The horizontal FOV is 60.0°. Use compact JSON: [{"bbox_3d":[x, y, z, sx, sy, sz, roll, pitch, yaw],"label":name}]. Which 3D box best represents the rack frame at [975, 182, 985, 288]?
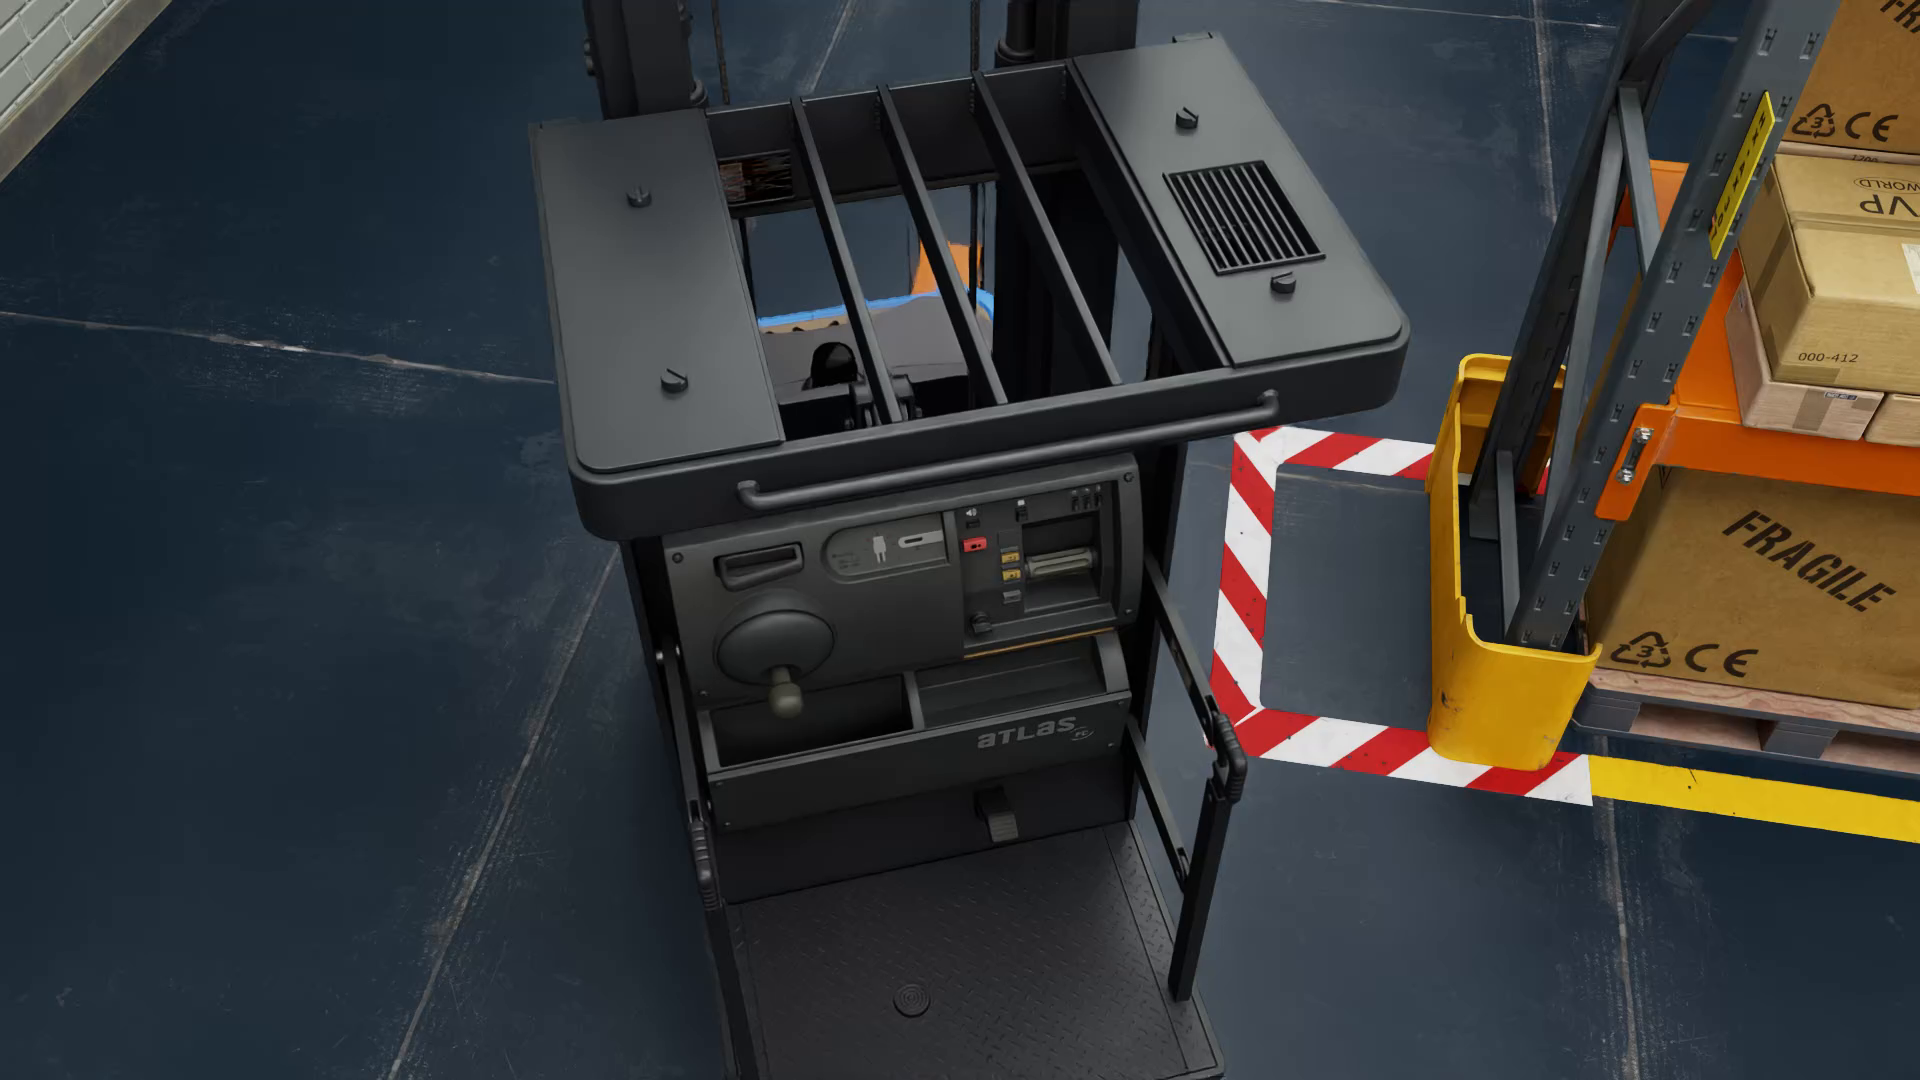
[{"bbox_3d":[0.054,-0.509,4.901,0.006,1.200,0.240,4,48,4],"label":"rack frame"}]

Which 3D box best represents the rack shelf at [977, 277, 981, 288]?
[{"bbox_3d":[-0.038,-0.647,4.761,0.180,0.103,0.258,4,48,4],"label":"rack shelf"}]

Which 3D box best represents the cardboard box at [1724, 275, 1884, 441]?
[{"bbox_3d":[1.910,-0.421,3.780,0.250,0.149,0.380,8,49,7],"label":"cardboard box"}]

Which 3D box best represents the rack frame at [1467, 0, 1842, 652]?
[{"bbox_3d":[1.619,-0.793,3.946,0.127,3.000,1.000,8,49,7],"label":"rack frame"}]

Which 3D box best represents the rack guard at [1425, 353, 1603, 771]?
[{"bbox_3d":[1.596,0.039,4.879,0.348,0.500,1.175,8,49,7],"label":"rack guard"}]

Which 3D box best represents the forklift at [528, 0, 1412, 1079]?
[{"bbox_3d":[-0.041,0.196,3.103,1.130,2.935,3.031,-10,49,-9],"label":"forklift"}]

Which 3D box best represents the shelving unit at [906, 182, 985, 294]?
[{"bbox_3d":[-0.037,-0.516,4.907,0.189,1.200,0.258,4,48,4],"label":"shelving unit"}]

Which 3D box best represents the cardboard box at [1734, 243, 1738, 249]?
[{"bbox_3d":[2.028,-0.903,4.214,0.250,0.149,0.380,9,49,8],"label":"cardboard box"}]

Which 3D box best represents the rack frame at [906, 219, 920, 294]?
[{"bbox_3d":[-0.129,-0.523,4.913,0.006,1.200,0.240,4,48,4],"label":"rack frame"}]

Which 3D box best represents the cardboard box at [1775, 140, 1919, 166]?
[{"bbox_3d":[2.144,-0.972,4.008,0.500,0.250,0.500,7,48,6],"label":"cardboard box"}]

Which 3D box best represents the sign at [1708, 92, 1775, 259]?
[{"bbox_3d":[1.515,-0.703,3.230,0.005,0.325,0.100,8,49,7],"label":"sign"}]

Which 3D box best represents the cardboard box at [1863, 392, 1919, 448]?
[{"bbox_3d":[2.163,-0.388,3.751,0.250,0.149,0.380,7,48,6],"label":"cardboard box"}]

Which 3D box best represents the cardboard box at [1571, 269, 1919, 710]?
[{"bbox_3d":[2.263,-0.197,4.557,0.875,0.875,0.875,8,49,7],"label":"cardboard box"}]

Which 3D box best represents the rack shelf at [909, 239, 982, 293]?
[{"bbox_3d":[-0.038,-0.727,4.672,0.180,0.103,0.258,4,48,4],"label":"rack shelf"}]

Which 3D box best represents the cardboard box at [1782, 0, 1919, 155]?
[{"bbox_3d":[2.146,-1.221,3.727,0.500,0.500,0.500,8,49,7],"label":"cardboard box"}]

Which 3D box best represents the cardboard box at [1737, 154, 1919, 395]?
[{"bbox_3d":[2.044,-0.581,3.656,0.500,0.250,0.500,7,48,6],"label":"cardboard box"}]

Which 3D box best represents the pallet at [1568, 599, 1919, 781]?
[{"bbox_3d":[2.420,0.188,4.940,1.213,0.211,1.003,8,49,7],"label":"pallet"}]

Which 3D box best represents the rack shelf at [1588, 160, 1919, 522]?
[{"bbox_3d":[3.588,-0.288,3.976,4.000,0.370,1.077,8,49,7],"label":"rack shelf"}]
